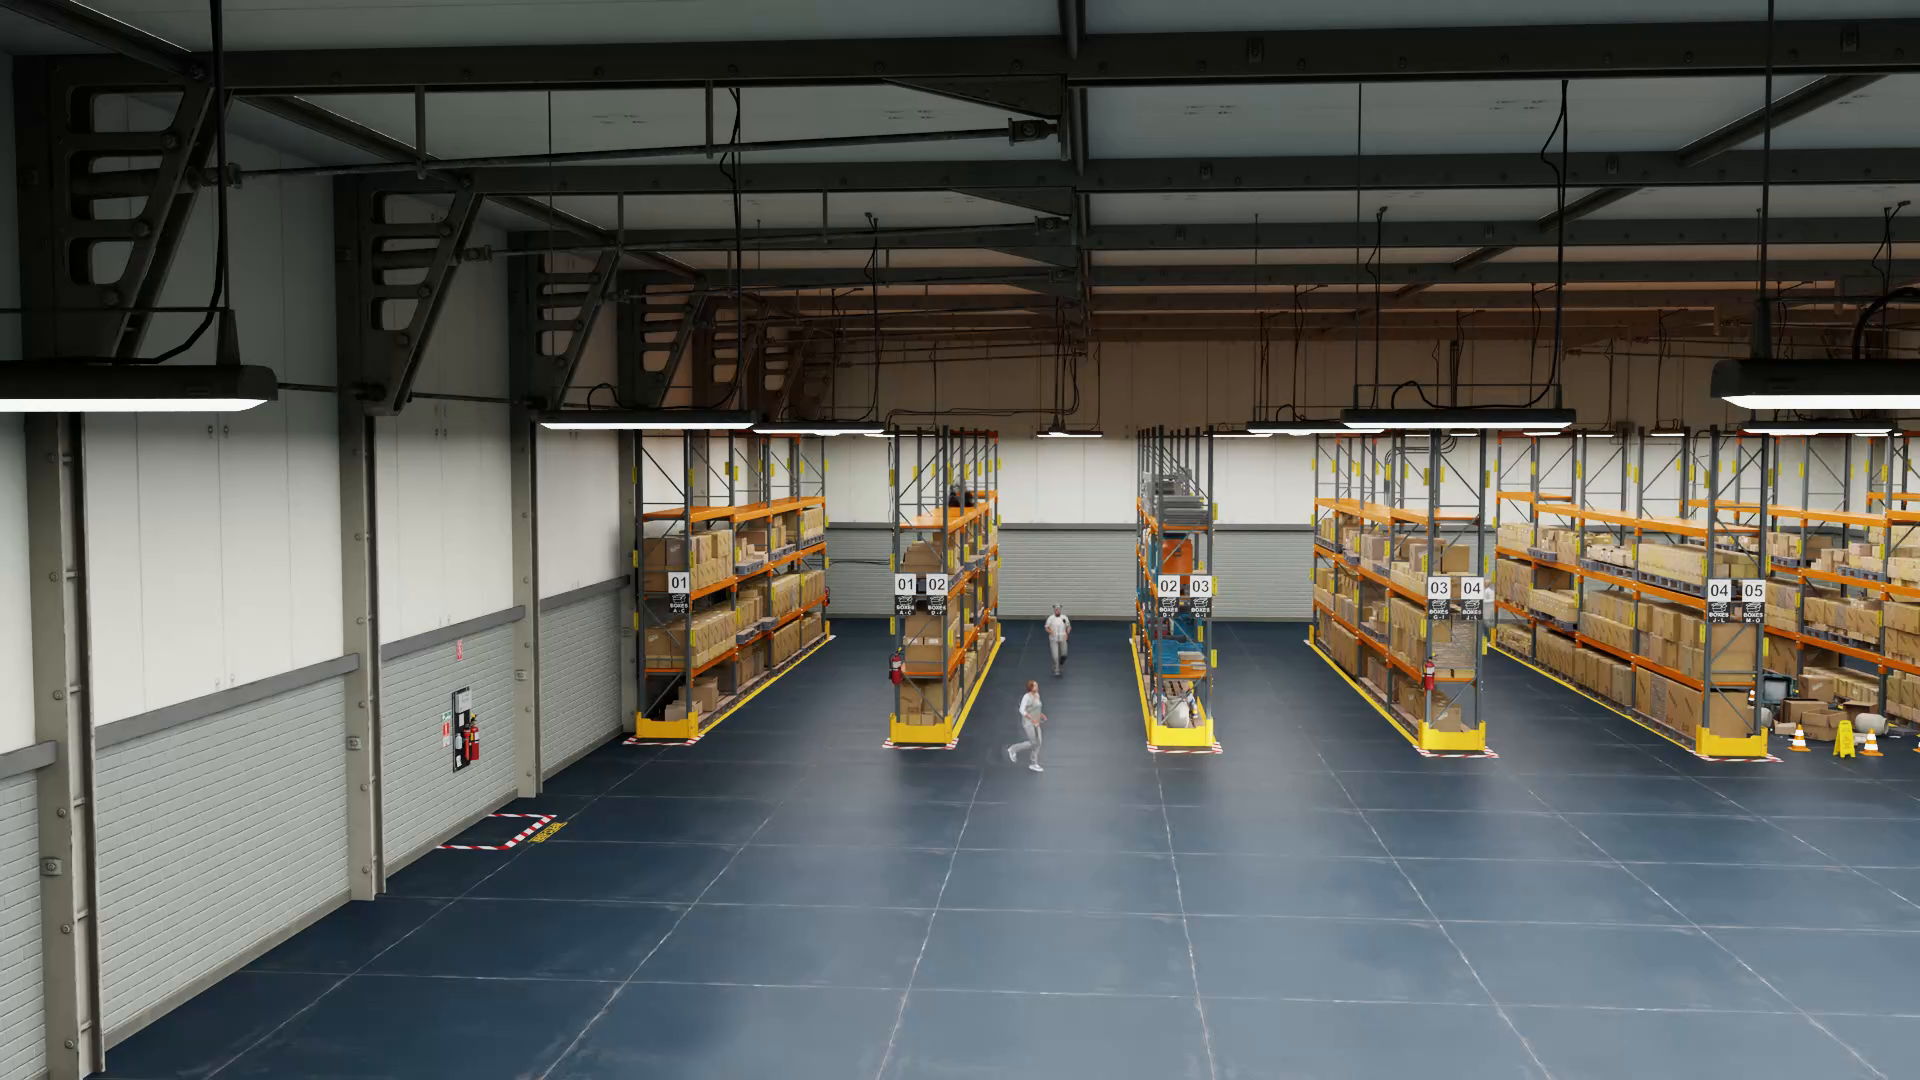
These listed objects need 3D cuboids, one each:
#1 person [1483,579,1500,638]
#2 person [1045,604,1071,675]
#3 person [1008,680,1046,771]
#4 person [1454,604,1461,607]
[{"bbox_3d":[15.007,2.003,47.450,0.981,1.771,0.740,-1,3,-11],"label":"person"},{"bbox_3d":[2.395,2.418,40.420,0.653,1.736,0.606,0,3,-4],"label":"person"},{"bbox_3d":[1.188,3.212,28.956,0.630,1.581,0.540,2,4,33],"label":"person"},{"bbox_3d":[13.801,2.095,46.924,0.847,1.616,0.573,3,4,38],"label":"person"}]
